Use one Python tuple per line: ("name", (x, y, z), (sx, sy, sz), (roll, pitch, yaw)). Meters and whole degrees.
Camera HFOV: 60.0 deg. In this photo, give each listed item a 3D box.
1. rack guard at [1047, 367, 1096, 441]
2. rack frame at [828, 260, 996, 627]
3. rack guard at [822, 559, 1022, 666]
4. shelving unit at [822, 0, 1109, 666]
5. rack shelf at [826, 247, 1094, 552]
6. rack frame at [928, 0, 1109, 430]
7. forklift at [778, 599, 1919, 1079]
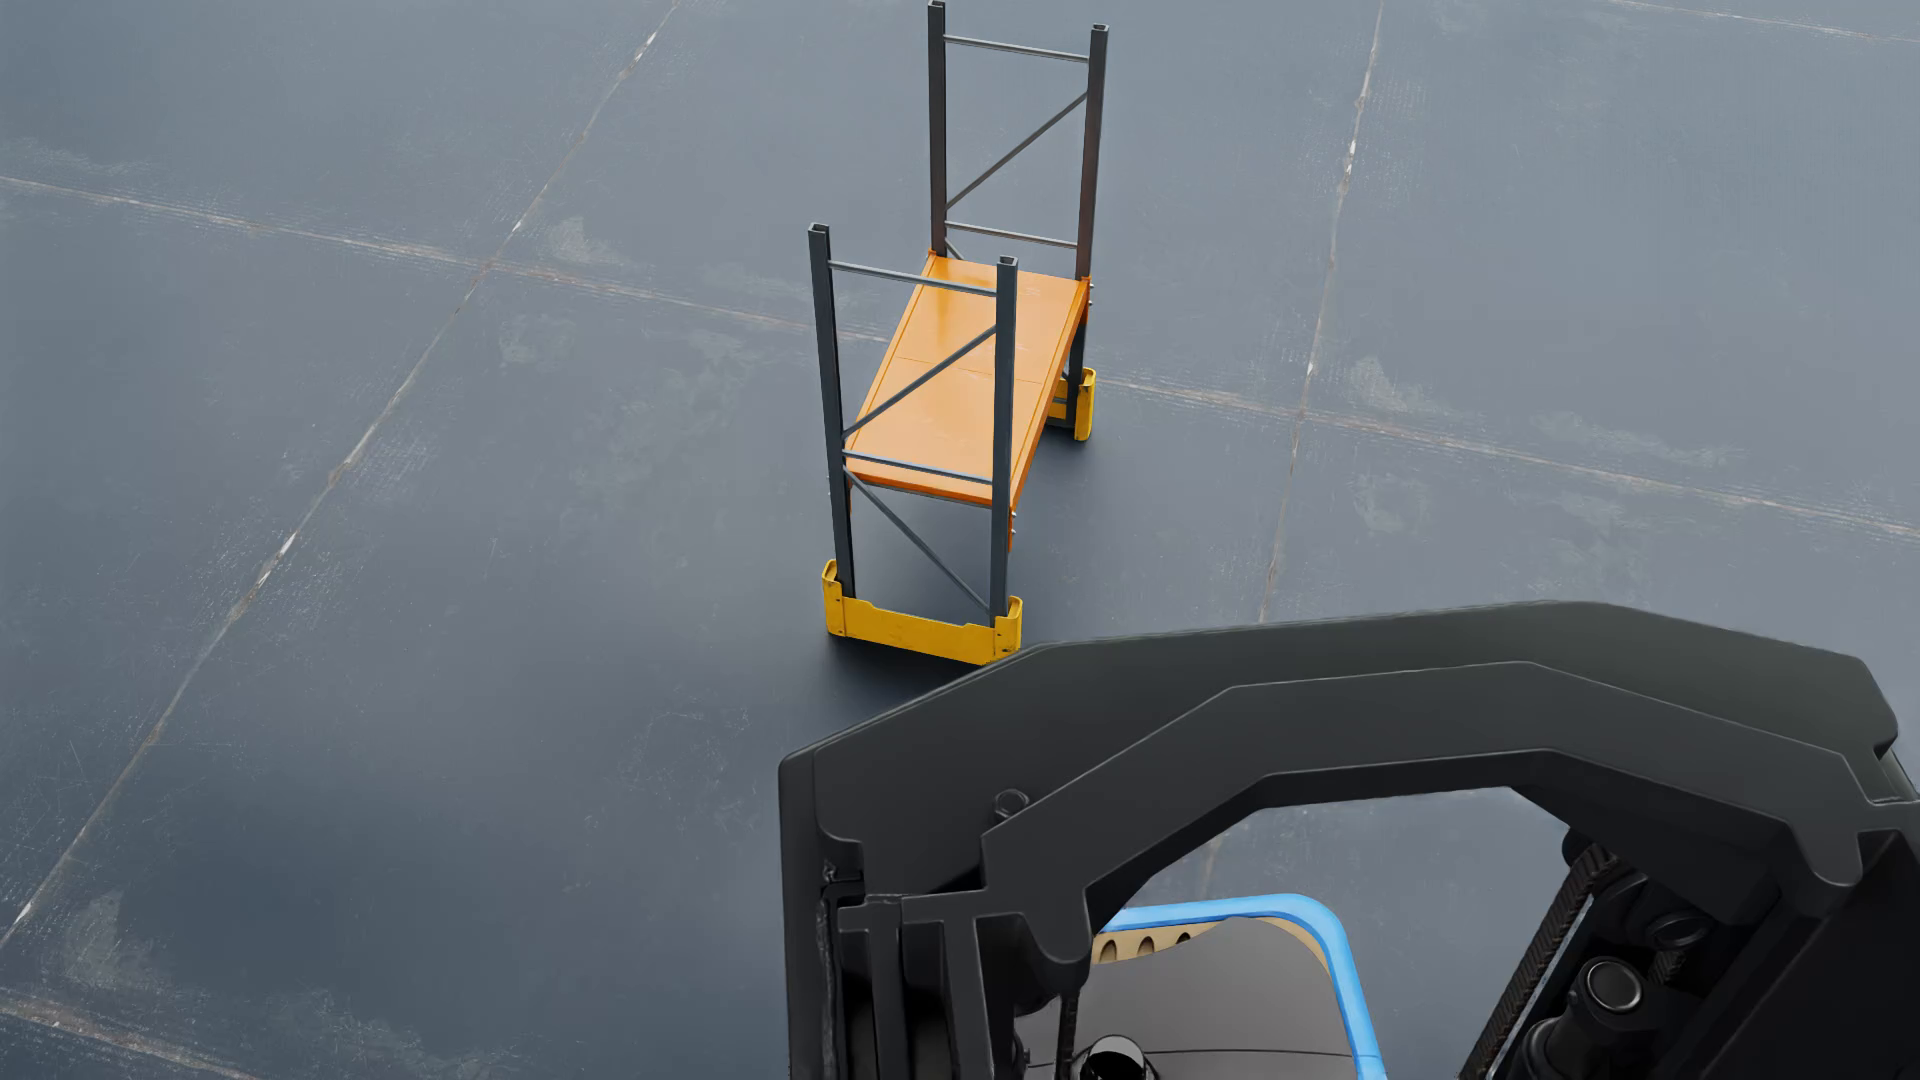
("rack guard", (0.151, -0.498, 5.523), (0.587, 0.250, 0.087), (12, 50, 10))
("rack frame", (-0.113, -0.191, 4.418), (0.475, 1.308, 0.013), (12, 50, 10))
("rack guard", (-0.111, 0.222, 4.887), (0.587, 0.250, 0.087), (12, 50, 10))
("shelving unit", (0.020, -0.551, 4.736), (0.587, 1.500, 1.083), (12, 50, 10))
("rack shelf", (0.022, -0.439, 4.877), (0.538, 0.185, 1.000), (12, 50, 10))
("rack frame", (0.156, -0.926, 5.067), (0.500, 1.500, 0.032), (12, 50, 10))
("forklift", (0.386, 1.561, 1.918), (1.130, 2.935, 3.031), (-5, 49, -4))
